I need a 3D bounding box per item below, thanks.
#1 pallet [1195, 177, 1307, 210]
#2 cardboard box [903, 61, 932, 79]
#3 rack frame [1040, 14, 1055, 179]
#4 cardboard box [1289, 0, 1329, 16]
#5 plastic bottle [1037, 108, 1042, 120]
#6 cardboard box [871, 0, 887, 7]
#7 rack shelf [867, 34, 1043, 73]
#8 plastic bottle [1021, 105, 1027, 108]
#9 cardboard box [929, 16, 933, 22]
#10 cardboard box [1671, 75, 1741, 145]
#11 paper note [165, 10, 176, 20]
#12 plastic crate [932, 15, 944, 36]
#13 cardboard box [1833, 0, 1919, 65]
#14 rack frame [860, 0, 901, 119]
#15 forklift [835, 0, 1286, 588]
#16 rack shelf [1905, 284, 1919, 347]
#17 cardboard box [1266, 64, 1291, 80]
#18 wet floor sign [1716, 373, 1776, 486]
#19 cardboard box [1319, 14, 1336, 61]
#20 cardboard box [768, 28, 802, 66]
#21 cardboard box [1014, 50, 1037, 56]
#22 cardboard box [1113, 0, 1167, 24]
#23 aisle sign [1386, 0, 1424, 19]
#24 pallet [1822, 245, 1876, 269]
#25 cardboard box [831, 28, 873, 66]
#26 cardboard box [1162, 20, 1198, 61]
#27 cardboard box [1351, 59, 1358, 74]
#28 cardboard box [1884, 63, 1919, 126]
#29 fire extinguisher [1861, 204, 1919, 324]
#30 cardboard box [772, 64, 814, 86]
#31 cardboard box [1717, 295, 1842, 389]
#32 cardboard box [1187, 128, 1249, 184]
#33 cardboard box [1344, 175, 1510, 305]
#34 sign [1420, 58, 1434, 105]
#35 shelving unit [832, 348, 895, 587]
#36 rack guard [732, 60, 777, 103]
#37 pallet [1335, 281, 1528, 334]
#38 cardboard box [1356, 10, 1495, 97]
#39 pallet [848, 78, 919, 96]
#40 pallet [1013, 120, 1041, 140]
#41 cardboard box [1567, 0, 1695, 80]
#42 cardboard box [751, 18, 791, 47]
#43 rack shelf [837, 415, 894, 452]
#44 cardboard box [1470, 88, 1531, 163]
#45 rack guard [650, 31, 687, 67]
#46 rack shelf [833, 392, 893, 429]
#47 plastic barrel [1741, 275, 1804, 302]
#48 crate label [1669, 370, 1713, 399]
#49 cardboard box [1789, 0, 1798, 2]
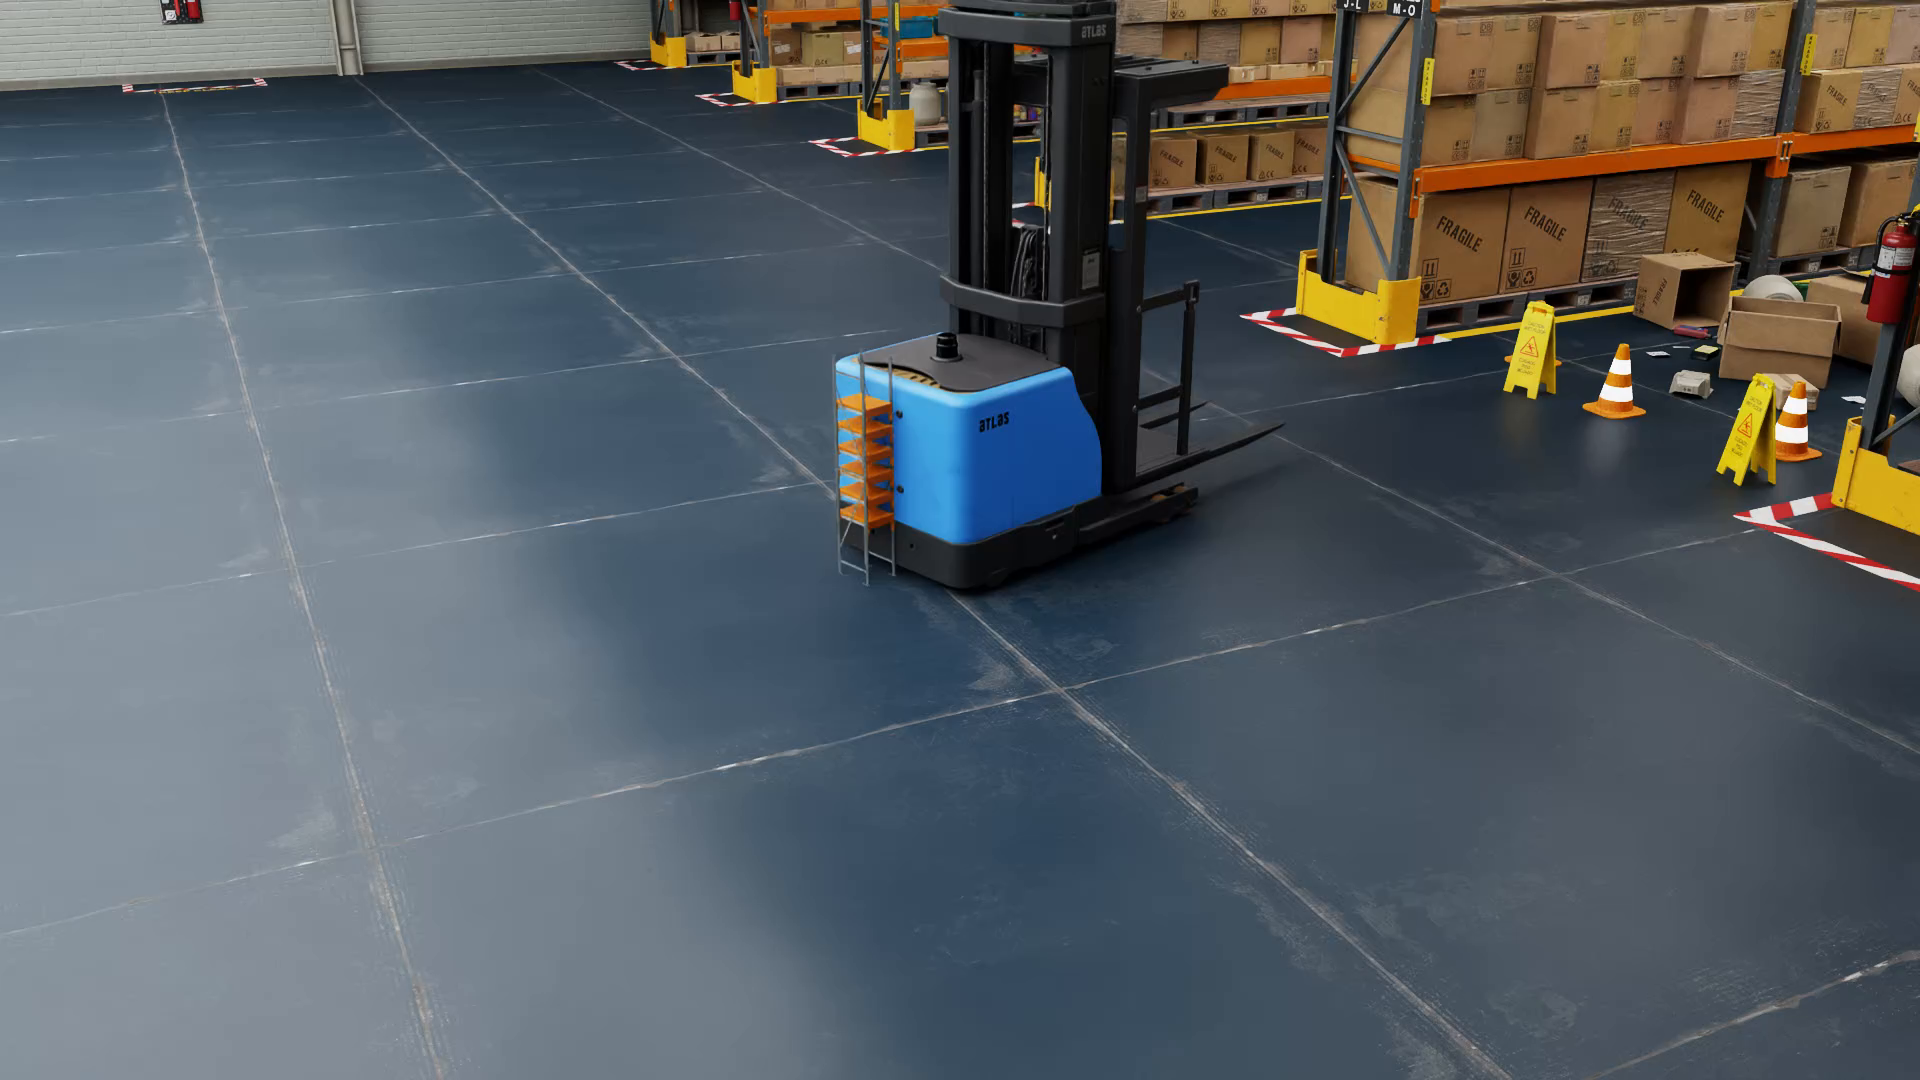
[{"bbox_3d":[3.045,-3.891,18.351,1.213,0.211,1.003,-10,25,-24],"label":"pallet"},{"bbox_3d":[-0.780,-7.526,26.531,0.500,0.250,0.500,-10,25,-24],"label":"cardboard box"},{"bbox_3d":[1.131,-4.844,17.006,0.127,3.000,1.000,-10,25,-24],"label":"rack frame"},{"bbox_3d":[3.548,-5.817,17.531,0.500,0.500,0.500,-10,25,-24],"label":"cardboard box"},{"bbox_3d":[1.061,-5.744,22.172,0.097,0.271,0.097,0,22,0],"label":"plastic bottle"},{"bbox_3d":[-1.342,-8.635,26.035,0.500,0.500,0.700,-10,24,-22],"label":"cardboard box"},{"bbox_3d":[0.785,-6.550,22.069,4.000,0.370,1.077,-10,25,-24],"label":"rack shelf"},{"bbox_3d":[0.883,-5.932,22.719,0.097,0.201,0.097,0,22,0],"label":"plastic bottle"},{"bbox_3d":[-0.610,-9.908,31.932,0.500,0.500,0.700,-11,25,-25],"label":"cardboard box"},{"bbox_3d":[5.983,-3.686,14.014,0.550,0.550,0.875,-10,25,-24],"label":"cardboard box"},{"bbox_3d":[-12.897,-8.575,27.171,0.142,0.148,0.016,-10,25,-24],"label":"paper note"},{"bbox_3d":[-0.108,-6.774,21.863,0.408,0.251,0.499,-10,25,-24],"label":"plastic crate"},{"bbox_3d":[8.158,-4.544,14.843,0.500,0.500,0.700,-10,25,-23],"label":"cardboard box"},{"bbox_3d":[-1.017,-6.551,21.130,0.127,3.000,1.000,-10,25,-24],"label":"rack frame"},{"bbox_3d":[0.729,-1.573,9.193,3.031,2.935,1.130,-21,30,-40],"label":"forklift"},{"bbox_3d":[7.231,-1.428,9.695,4.000,0.370,1.077,-10,25,-24],"label":"rack shelf"},{"bbox_3d":[3.311,-5.011,17.737,0.250,0.149,0.380,-10,25,-24],"label":"cardboard box"},{"bbox_3d":[4.794,-0.678,10.021,0.232,0.644,0.267,-2,23,-5],"label":"wet floor sign"},{"bbox_3d":[3.837,-5.567,18.233,0.500,0.500,0.875,-10,25,-24],"label":"cardboard box"},{"bbox_3d":[-2.808,-7.720,26.020,0.500,0.500,0.500,-10,25,-24],"label":"cardboard box"},{"bbox_3d":[0.923,-8.087,27.155,0.500,0.311,0.500,-10,25,-23],"label":"cardboard box"},{"bbox_3d":[1.745,-5.487,16.733,0.500,0.500,0.500,-10,25,-24],"label":"cardboard box"},{"bbox_3d":[3.258,-4.204,12.061,0.004,0.787,0.394,-10,25,-24],"label":"aisle sign"},{"bbox_3d":[8.559,-2.851,15.837,1.213,0.211,1.003,-10,25,-24],"label":"pallet"},{"bbox_3d":[-1.687,-7.712,26.000,0.500,0.500,0.500,-10,25,-24],"label":"cardboard box"},{"bbox_3d":[2.037,-5.234,17.428,0.500,0.500,0.875,-10,25,-24],"label":"cardboard box"},{"bbox_3d":[4.189,-5.195,18.184,0.250,0.149,0.380,-10,25,-24],"label":"cardboard box"},{"bbox_3d":[8.292,-3.988,14.808,0.500,0.500,0.500,-11,25,-24],"label":"cardboard box"},{"bbox_3d":[5.126,-1.533,9.108,0.183,0.674,0.296,-10,25,-24],"label":"fire extinguisher"},{"bbox_3d":[-2.582,-7.194,25.730,0.500,0.250,0.500,-10,25,-24],"label":"cardboard box"},{"bbox_3d":[5.914,-1.439,12.045,0.797,0.503,0.637,10,24,22],"label":"cardboard box"},{"bbox_3d":[2.797,-4.189,18.143,0.500,0.500,0.500,-8,24,-19],"label":"cardboard box"},{"bbox_3d":[3.774,-2.465,13.489,0.875,0.875,0.875,-10,25,-23],"label":"cardboard box"},{"bbox_3d":[3.427,-3.362,12.191,0.005,0.325,0.100,-10,25,-24],"label":"sign"},{"bbox_3d":[-0.491,-0.367,8.543,0.189,1.200,0.258,-21,30,-40],"label":"shelving unit"},{"bbox_3d":[-3.183,-7.099,25.724,0.348,0.500,1.175,-10,25,-24],"label":"rack guard"},{"bbox_3d":[3.878,-1.989,13.755,1.213,0.211,1.003,-10,25,-24],"label":"pallet"},{"bbox_3d":[3.542,-3.734,12.718,0.550,0.550,0.875,-10,25,-24],"label":"cardboard box"},{"bbox_3d":[-1.393,-7.312,26.615,1.213,0.211,1.003,-10,25,-24],"label":"pallet"},{"bbox_3d":[0.863,-5.625,22.539,1.213,0.211,1.003,-10,25,-24],"label":"pallet"},{"bbox_3d":[5.457,-4.127,13.666,0.550,0.550,0.875,-10,25,-24],"label":"cardboard box"},{"bbox_3d":[-3.455,-9.296,30.455,0.500,0.500,0.700,-12,25,-27],"label":"cardboard box"},{"bbox_3d":[-0.491,-0.547,8.469,0.180,0.103,0.258,-21,30,-40],"label":"rack shelf"},{"bbox_3d":[3.992,-3.363,13.233,0.550,0.550,0.875,-10,25,-24],"label":"cardboard box"},{"bbox_3d":[-5.245,-8.823,29.886,0.348,0.500,1.175,-10,25,-24],"label":"rack guard"},{"bbox_3d":[-0.491,-0.658,8.423,0.180,0.103,0.258,-21,30,-40],"label":"rack shelf"},{"bbox_3d":[6.439,-1.874,13.200,0.421,0.421,0.512,6,23,13],"label":"plastic barrel"},{"bbox_3d":[5.151,-1.100,11.704,0.250,0.136,0.298,15,27,31],"label":"crate label"},{"bbox_3d":[10.195,-7.017,20.814,0.637,0.503,0.797,-10,24,-22],"label":"cardboard box"}]
